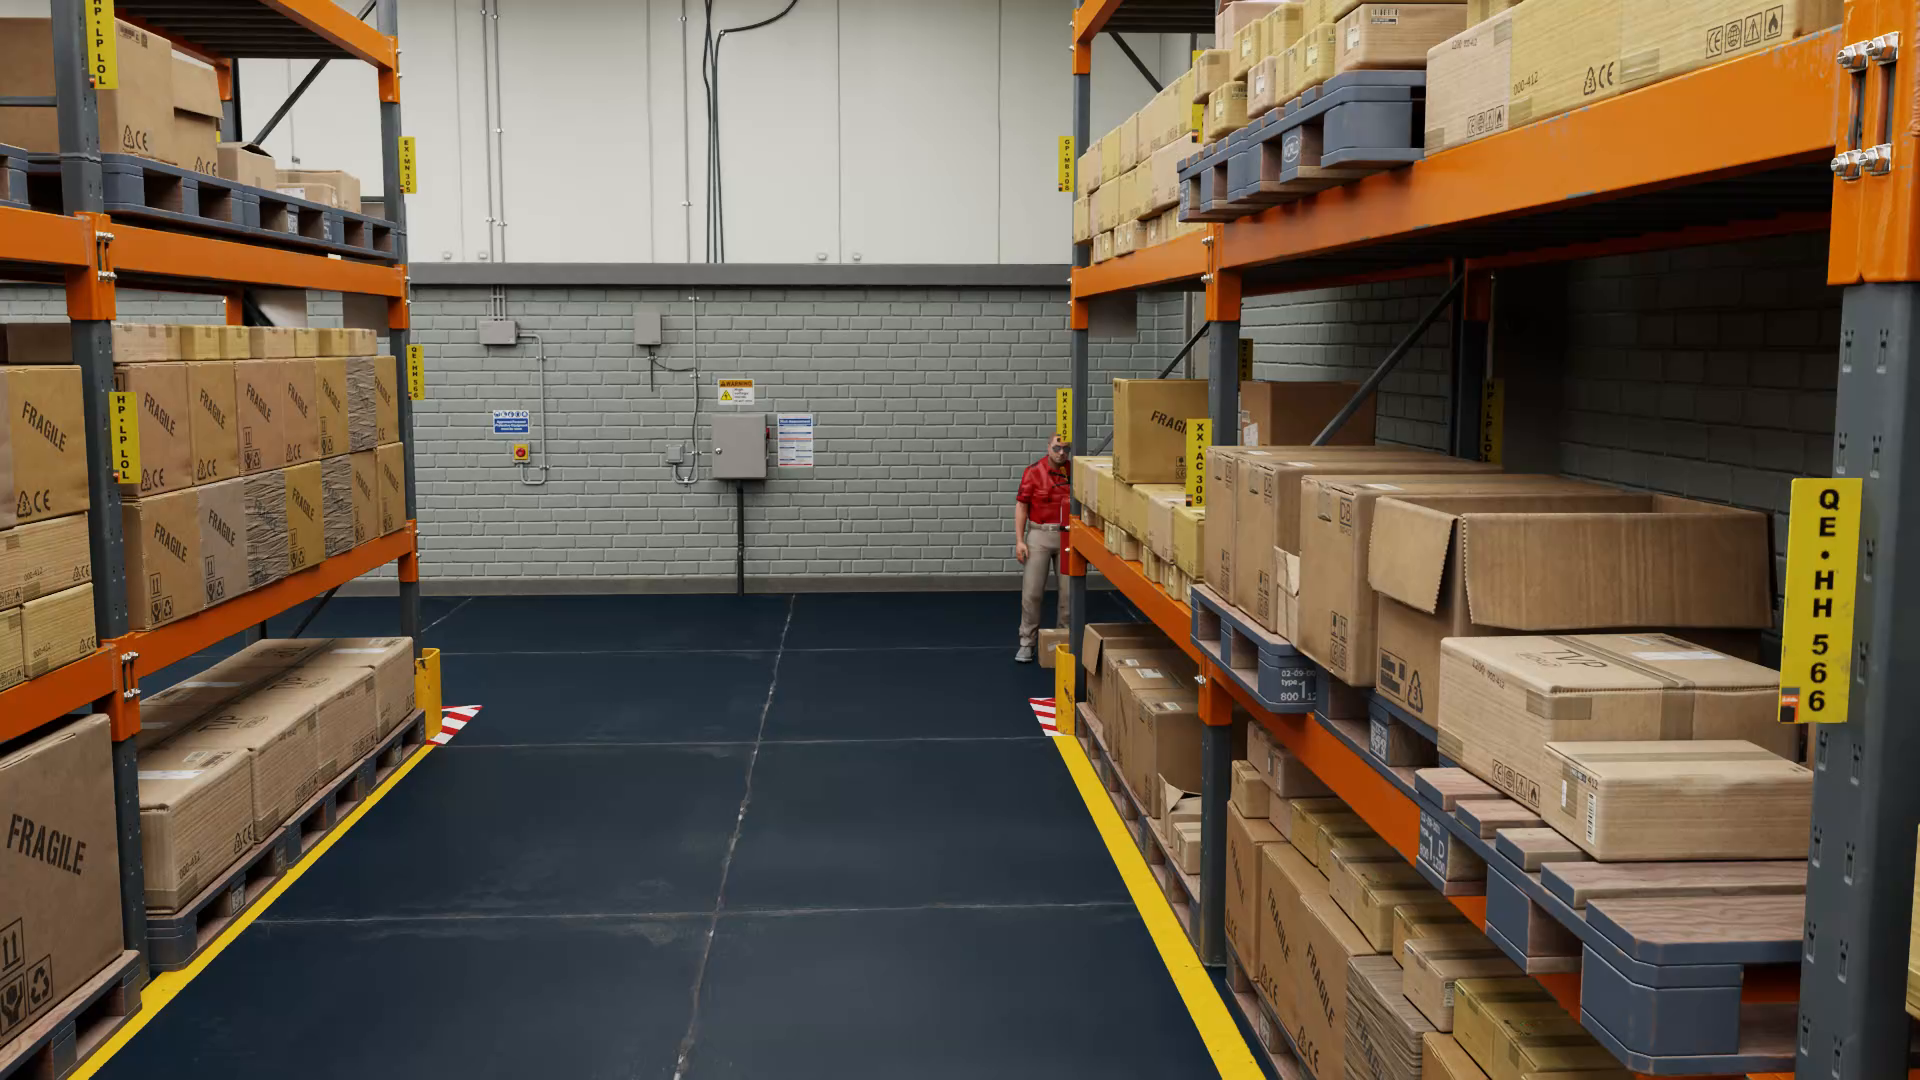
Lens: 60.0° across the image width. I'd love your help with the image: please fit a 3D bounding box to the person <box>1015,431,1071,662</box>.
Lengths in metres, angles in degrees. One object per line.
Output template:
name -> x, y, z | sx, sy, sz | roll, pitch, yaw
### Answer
person -> 0.699, 0.038, 12.486 | 0.599, 1.726, 0.393 | -1, 7, -7
